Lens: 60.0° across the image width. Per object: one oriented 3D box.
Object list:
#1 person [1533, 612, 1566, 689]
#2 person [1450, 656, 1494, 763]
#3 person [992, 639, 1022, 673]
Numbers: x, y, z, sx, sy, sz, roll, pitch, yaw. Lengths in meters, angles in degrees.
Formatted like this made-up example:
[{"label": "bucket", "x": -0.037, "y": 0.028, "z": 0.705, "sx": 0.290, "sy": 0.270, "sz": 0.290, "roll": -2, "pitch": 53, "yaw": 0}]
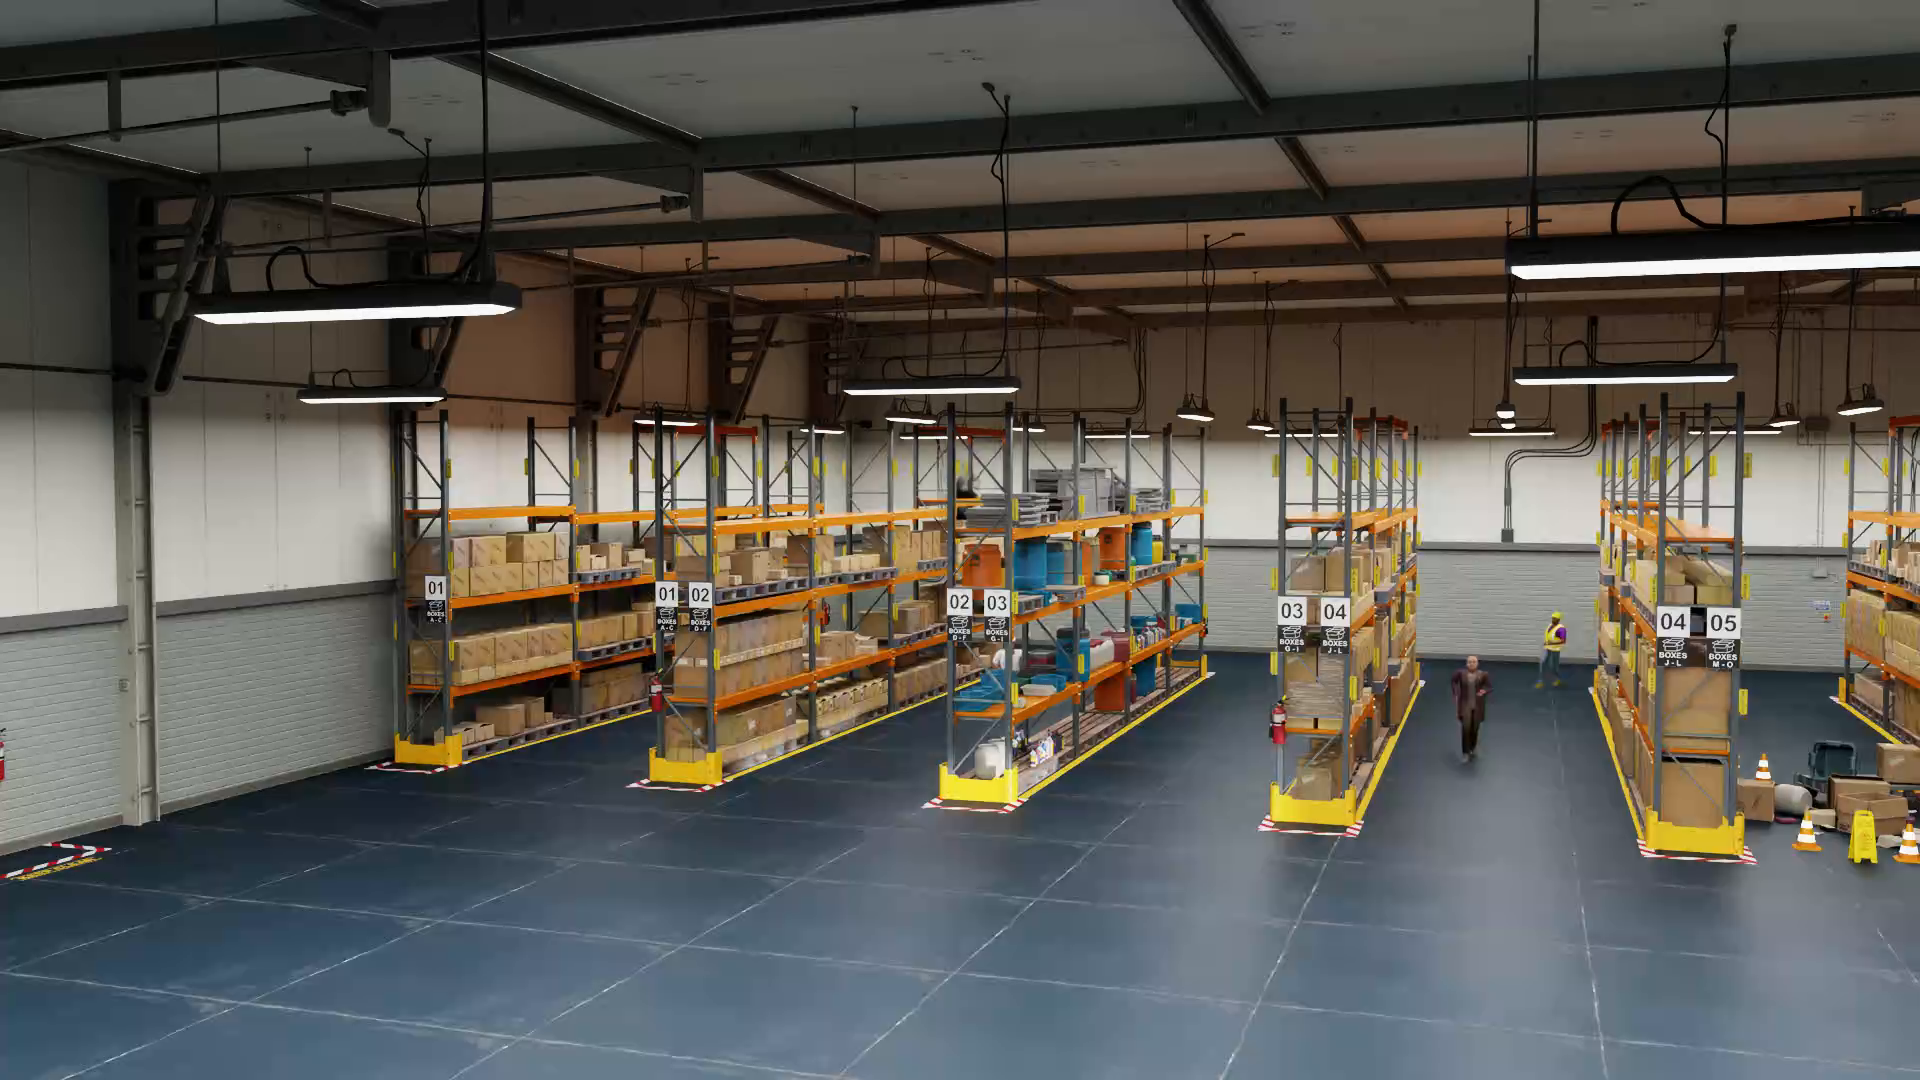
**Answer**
[{"label": "person", "x": 13.491, "y": 2.506, "z": 37.748, "sx": 0.855, "sy": 1.763, "sz": 0.716, "roll": -1, "pitch": 3, "yaw": -25}, {"label": "person", "x": 8.786, "y": 2.905, "z": 28.513, "sx": 0.686, "sy": 1.847, "sz": 0.784, "roll": 0, "pitch": 2, "yaw": 11}, {"label": "person", "x": 0.957, "y": 2.744, "z": 32.150, "sx": 0.676, "sy": 1.816, "sz": 0.798, "roll": 1, "pitch": 3, "yaw": 20}]
